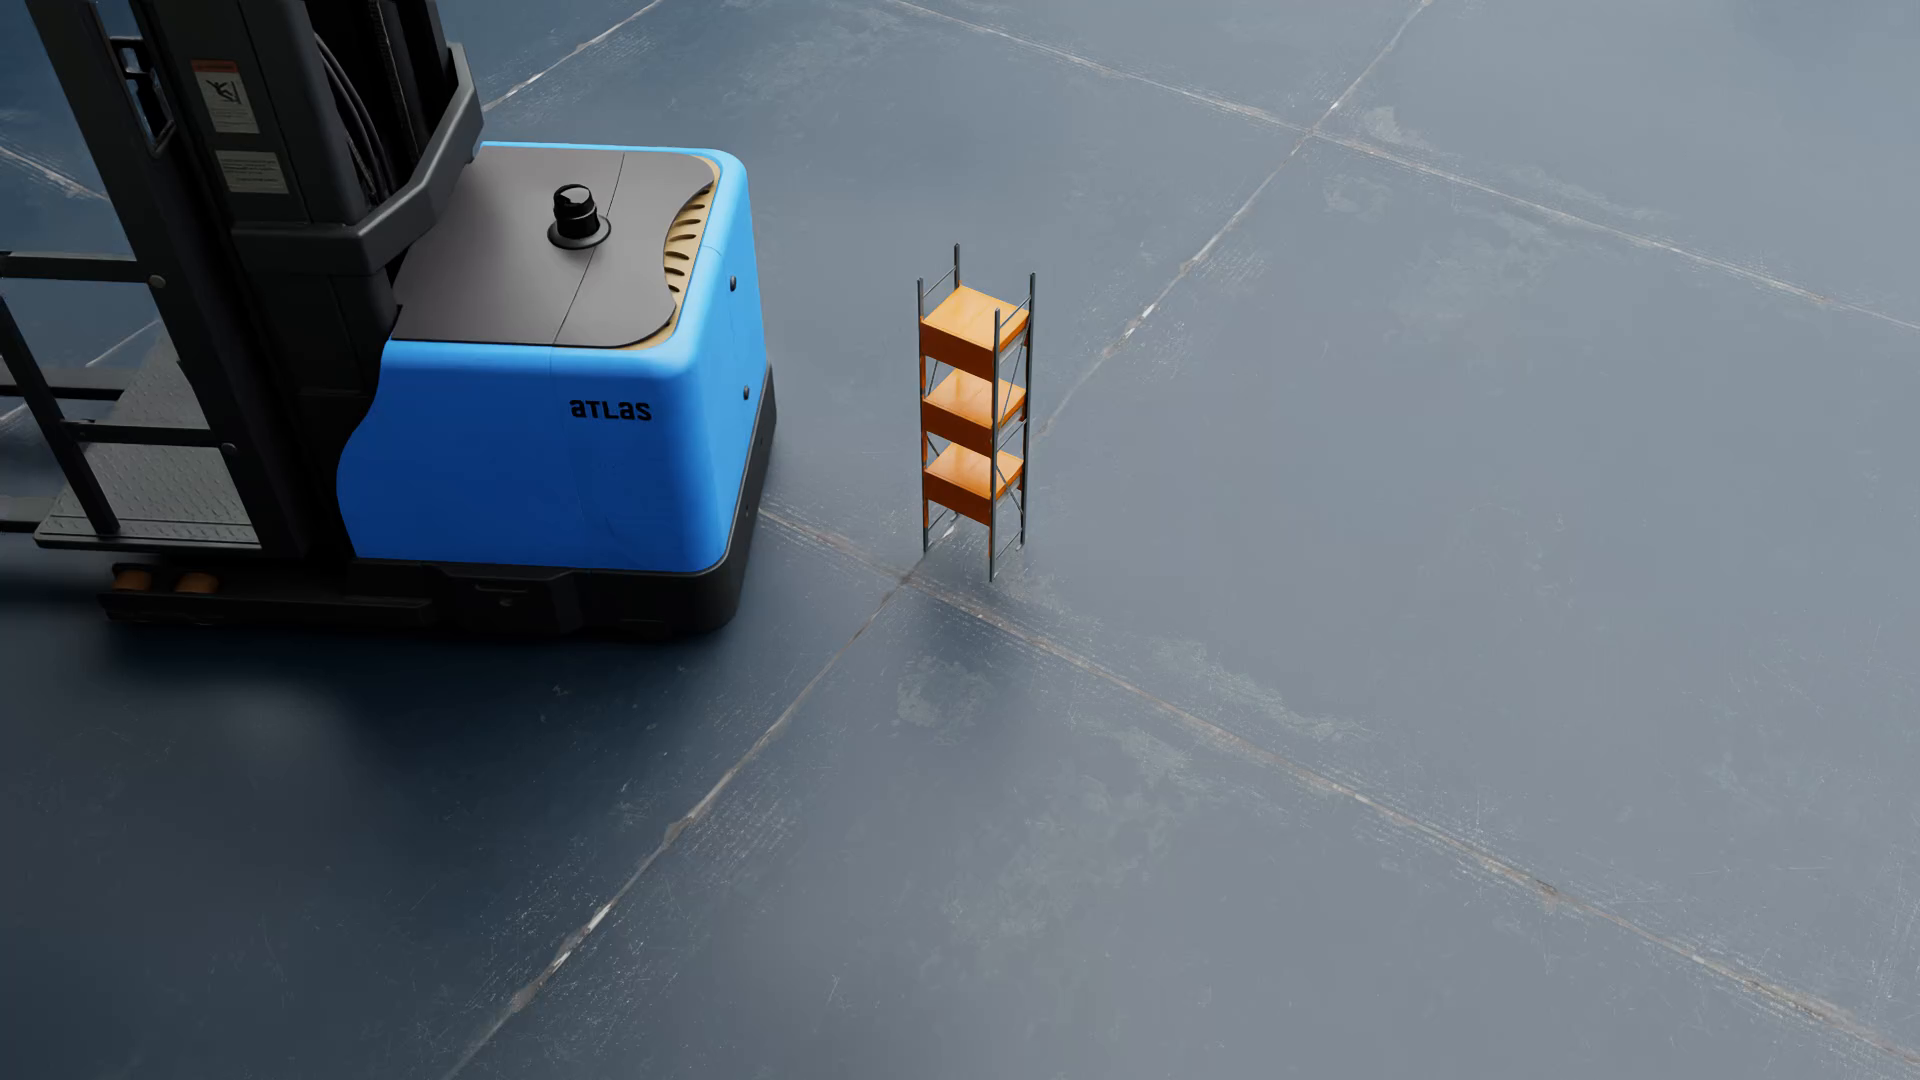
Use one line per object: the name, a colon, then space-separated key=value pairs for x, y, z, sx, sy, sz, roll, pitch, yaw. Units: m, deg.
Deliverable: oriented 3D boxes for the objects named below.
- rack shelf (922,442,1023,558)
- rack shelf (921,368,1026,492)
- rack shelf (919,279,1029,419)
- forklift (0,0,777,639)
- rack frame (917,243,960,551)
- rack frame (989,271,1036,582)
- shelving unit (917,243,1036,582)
rack shelf: x=0.045 y=-0.144 z=5.060 sx=0.240 sy=0.259 sz=0.215 roll=25 pitch=51 yaw=22
rack shelf: x=0.045 y=-0.338 z=4.861 sx=0.240 sy=0.259 sz=0.215 roll=25 pitch=51 yaw=22
rack shelf: x=0.045 y=-0.536 z=4.657 sx=0.240 sy=0.259 sz=0.215 roll=25 pitch=51 yaw=22
forklift: x=-2.149 y=-1.141 z=4.315 sx=3.031 sy=2.935 sz=1.130 roll=3 pitch=46 yaw=3
rack frame: x=-0.058 y=-0.392 z=4.899 sx=0.008 sy=1.050 sz=0.200 roll=25 pitch=51 yaw=22
rack frame: x=0.148 y=-0.298 z=4.807 sx=0.008 sy=1.050 sz=0.200 roll=25 pitch=51 yaw=22
shelving unit: x=0.045 y=-0.345 z=4.853 sx=0.252 sy=1.050 sz=0.215 roll=25 pitch=51 yaw=22
